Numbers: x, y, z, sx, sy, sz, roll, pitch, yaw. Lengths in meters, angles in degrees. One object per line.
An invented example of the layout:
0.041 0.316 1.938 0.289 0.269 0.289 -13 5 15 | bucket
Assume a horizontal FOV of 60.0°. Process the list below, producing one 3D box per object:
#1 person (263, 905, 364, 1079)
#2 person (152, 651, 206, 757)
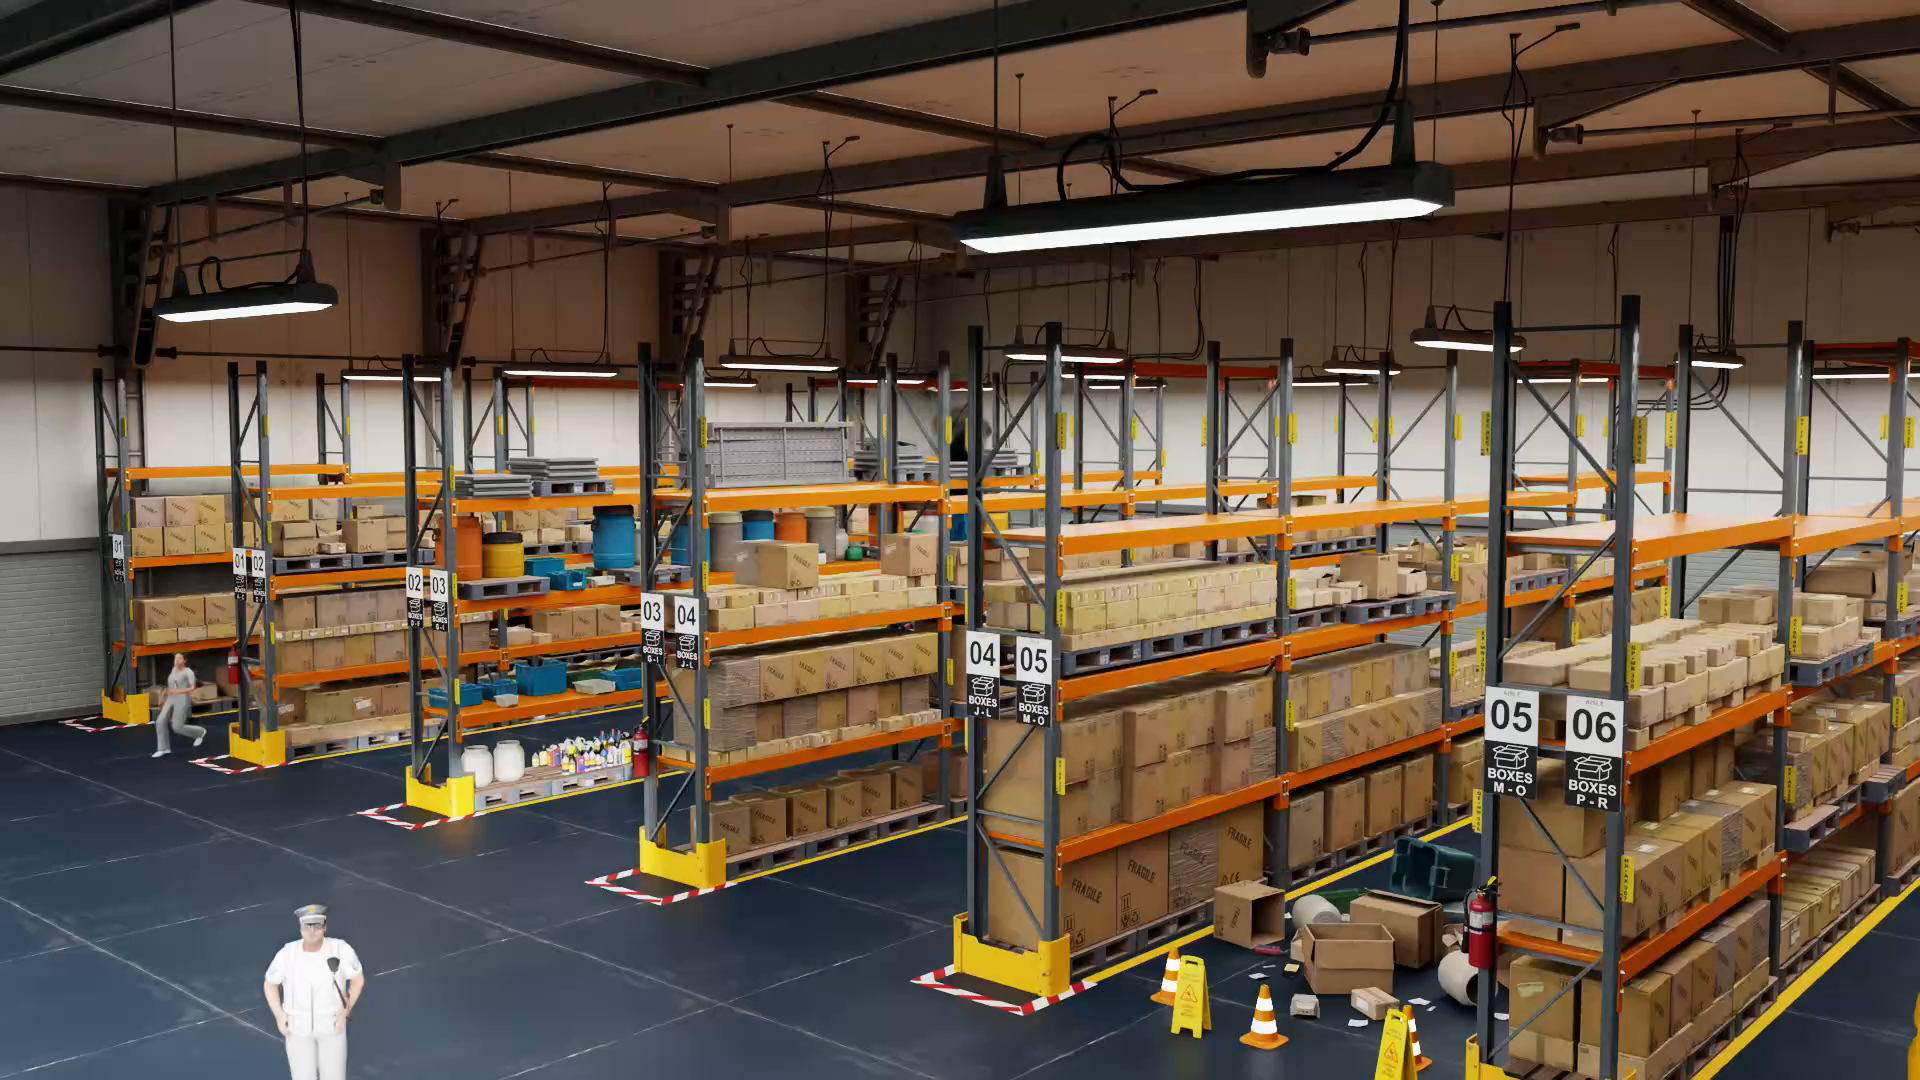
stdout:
-4.581 3.426 11.806 0.672 1.762 0.641 -1 4 -17 | person
-11.954 2.510 25.538 0.596 1.615 0.767 2 5 27 | person
